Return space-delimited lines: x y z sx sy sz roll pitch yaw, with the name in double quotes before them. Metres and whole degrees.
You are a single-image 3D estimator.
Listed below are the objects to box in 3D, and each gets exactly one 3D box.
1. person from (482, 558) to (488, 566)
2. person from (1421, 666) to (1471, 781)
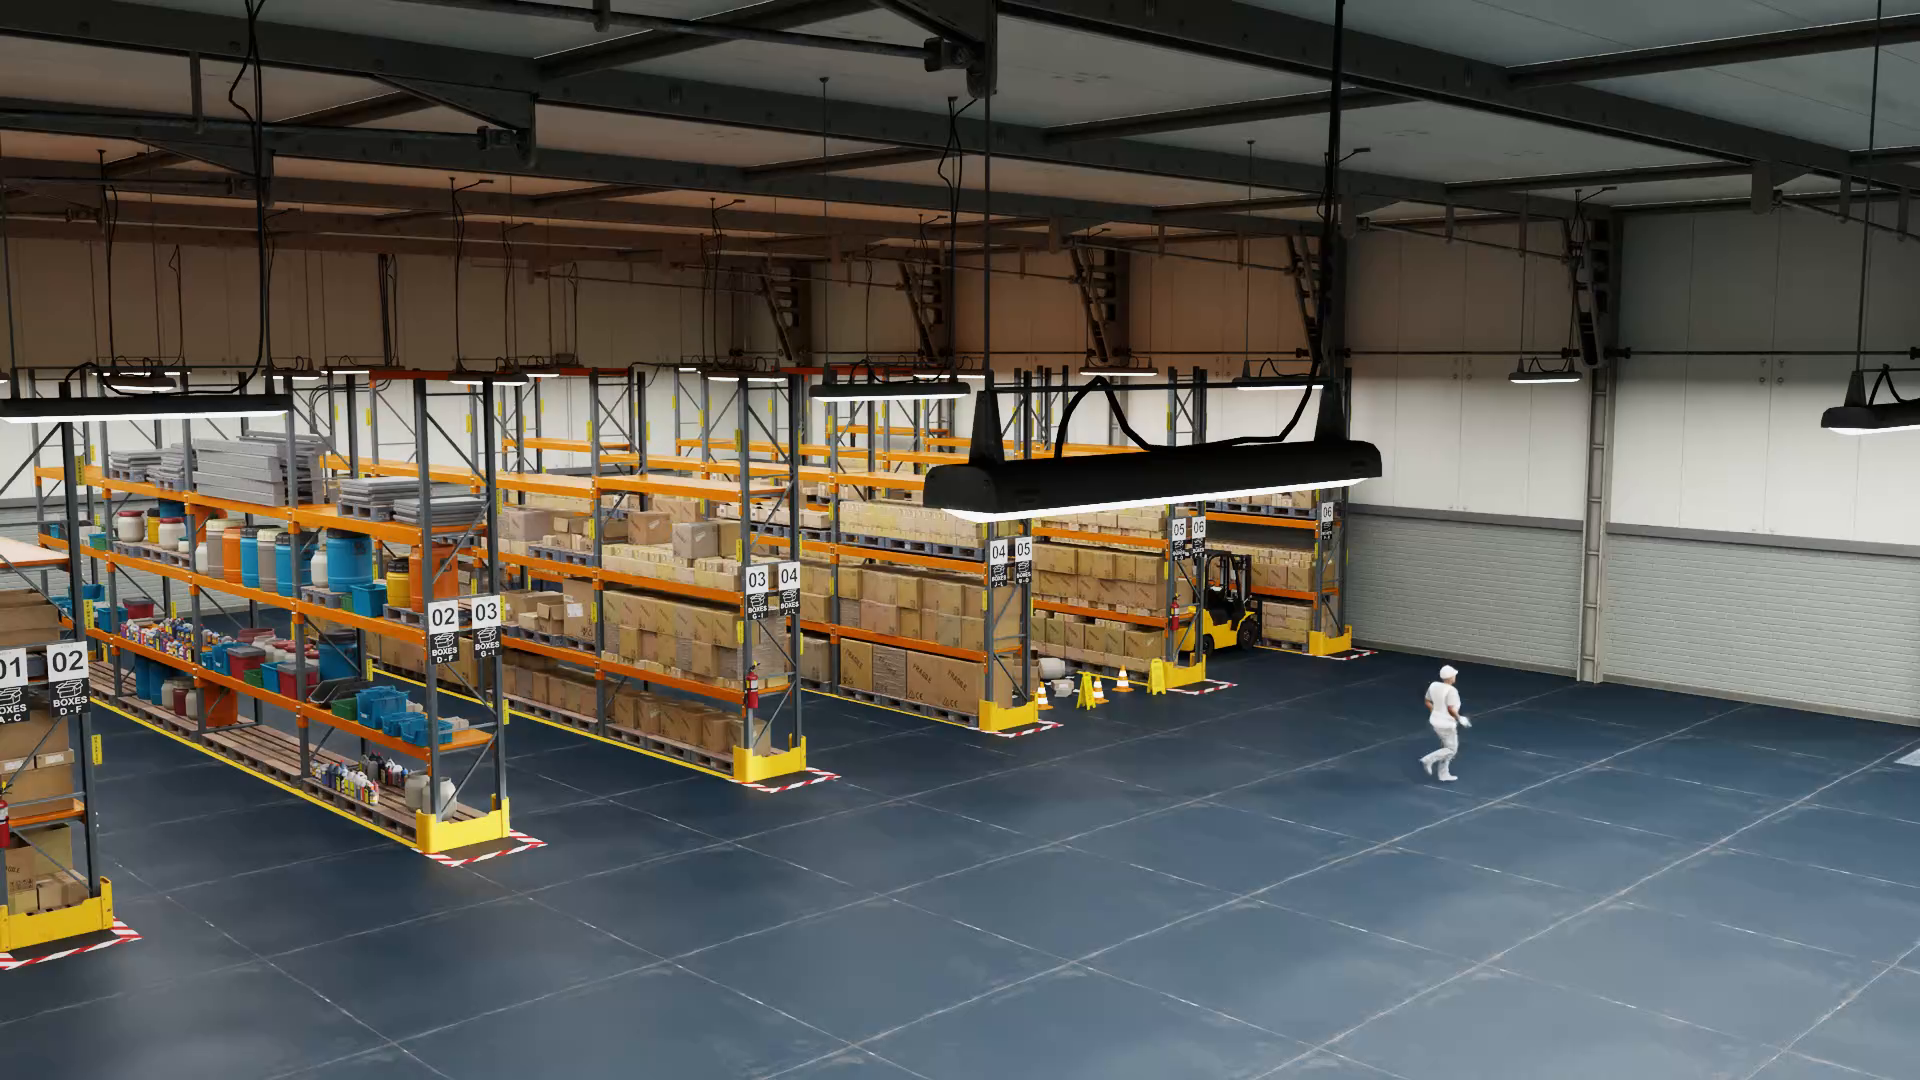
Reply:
"person" -11.476 1.080 39.584 0.678 1.603 0.482 3 7 26
"person" 7.060 2.713 24.498 0.695 1.733 0.669 -2 7 -17
